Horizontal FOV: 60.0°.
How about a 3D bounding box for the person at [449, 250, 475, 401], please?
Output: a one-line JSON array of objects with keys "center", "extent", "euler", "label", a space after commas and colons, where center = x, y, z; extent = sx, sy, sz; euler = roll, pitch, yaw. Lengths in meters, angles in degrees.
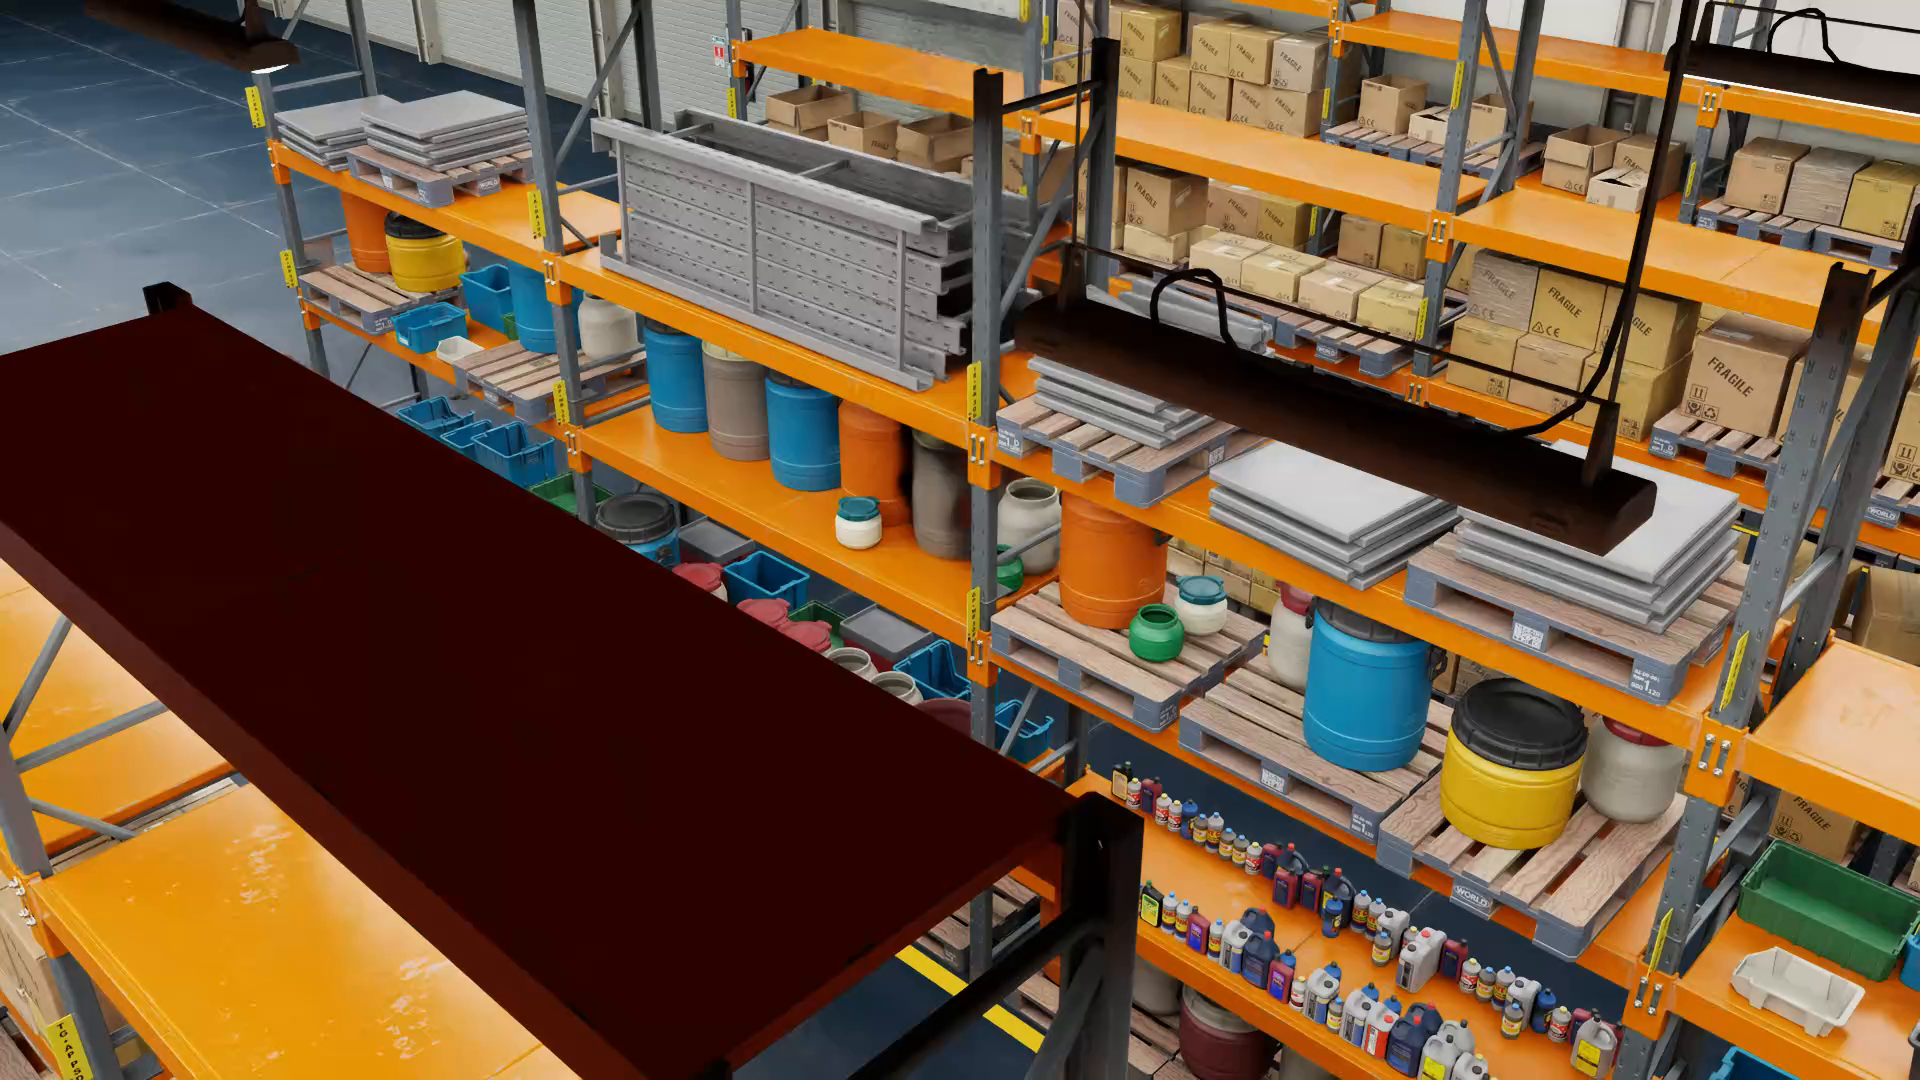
[{"center": [-5.431, -2.458, 18.865], "extent": [0.970, 1.755, 0.677], "euler": [-12, 32, -21], "label": "person"}]
